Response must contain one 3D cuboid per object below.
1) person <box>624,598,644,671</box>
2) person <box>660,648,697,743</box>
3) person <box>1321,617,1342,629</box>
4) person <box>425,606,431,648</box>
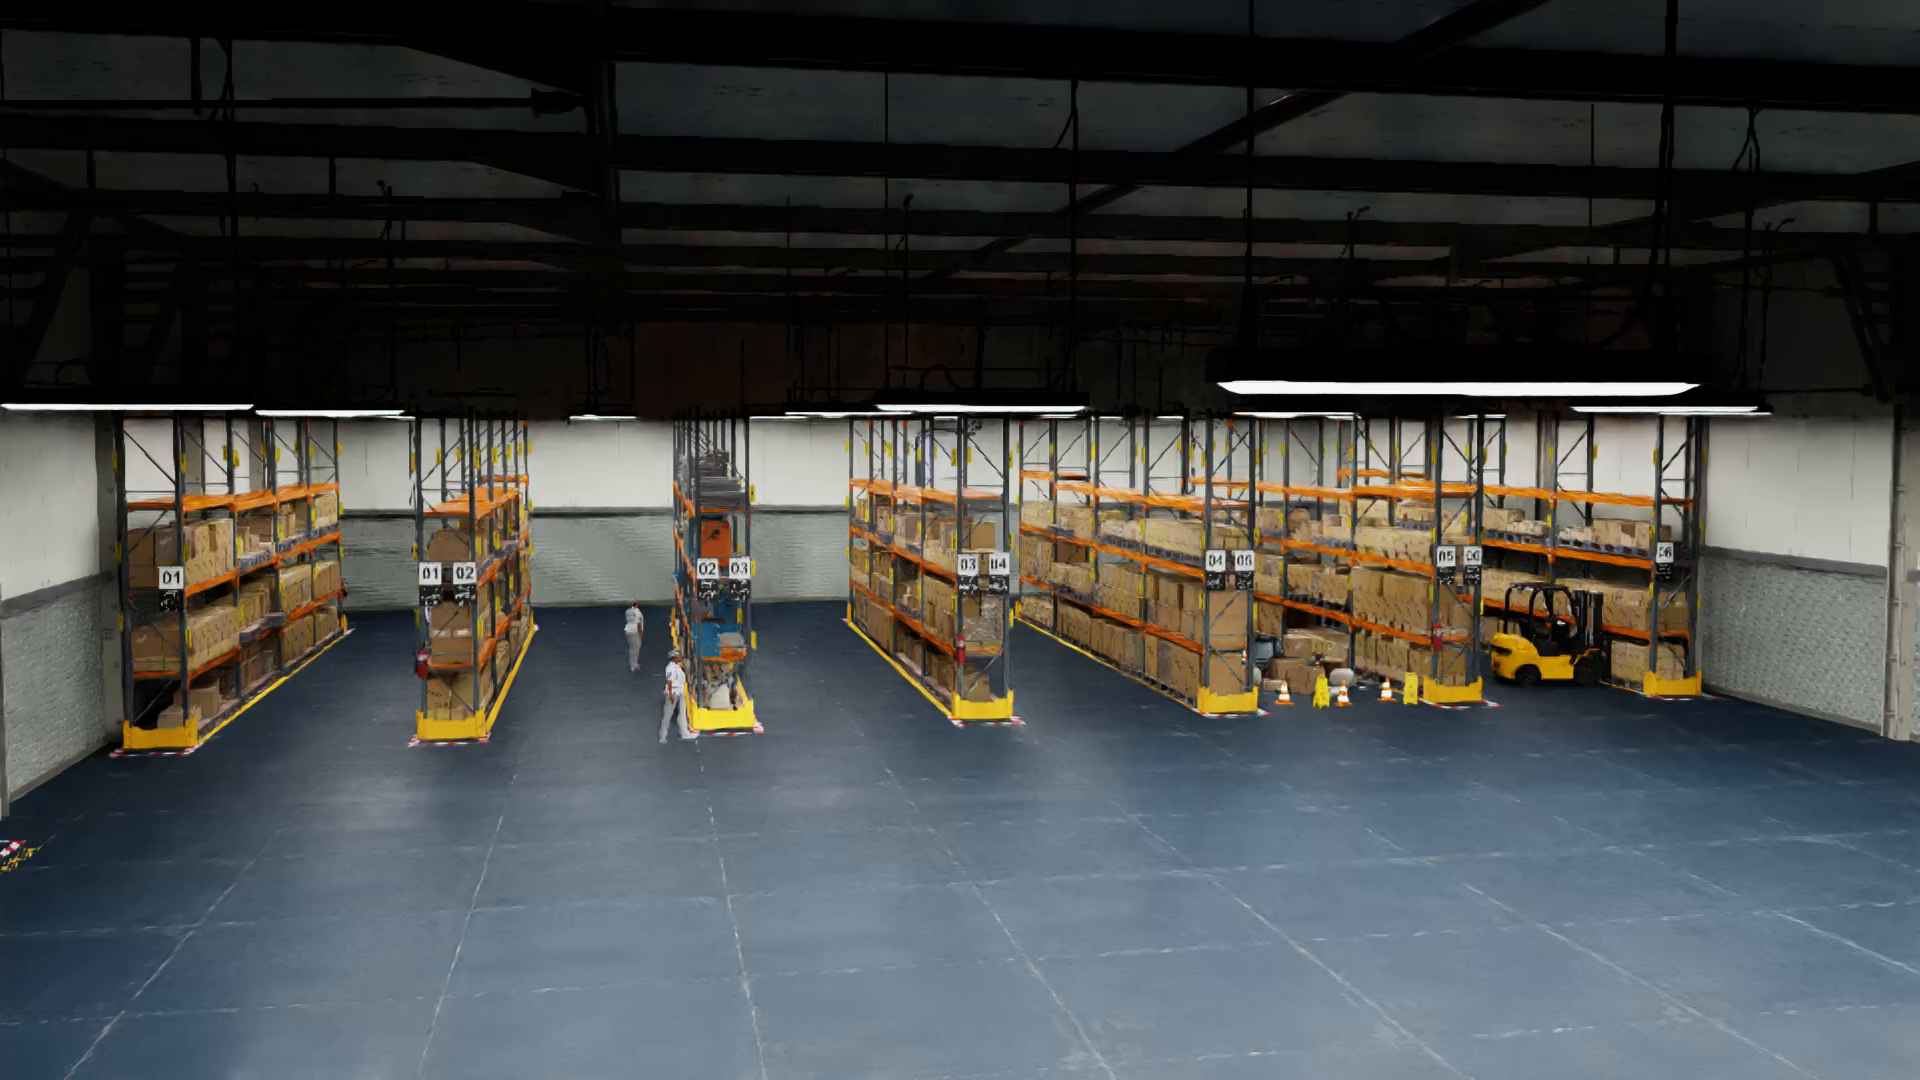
[{"bbox_3d":[-7.481,2.162,38.307,0.449,1.663,0.530,-4,6,-42],"label":"person"},{"bbox_3d":[-5.087,2.757,29.780,0.518,1.674,0.675,1,4,18],"label":"person"},{"bbox_3d":[10.239,1.649,45.940,0.648,1.579,0.691,1,4,13],"label":"person"},{"bbox_3d":[-13.205,1.935,41.964,0.639,1.628,0.498,-1,4,-12],"label":"person"}]
